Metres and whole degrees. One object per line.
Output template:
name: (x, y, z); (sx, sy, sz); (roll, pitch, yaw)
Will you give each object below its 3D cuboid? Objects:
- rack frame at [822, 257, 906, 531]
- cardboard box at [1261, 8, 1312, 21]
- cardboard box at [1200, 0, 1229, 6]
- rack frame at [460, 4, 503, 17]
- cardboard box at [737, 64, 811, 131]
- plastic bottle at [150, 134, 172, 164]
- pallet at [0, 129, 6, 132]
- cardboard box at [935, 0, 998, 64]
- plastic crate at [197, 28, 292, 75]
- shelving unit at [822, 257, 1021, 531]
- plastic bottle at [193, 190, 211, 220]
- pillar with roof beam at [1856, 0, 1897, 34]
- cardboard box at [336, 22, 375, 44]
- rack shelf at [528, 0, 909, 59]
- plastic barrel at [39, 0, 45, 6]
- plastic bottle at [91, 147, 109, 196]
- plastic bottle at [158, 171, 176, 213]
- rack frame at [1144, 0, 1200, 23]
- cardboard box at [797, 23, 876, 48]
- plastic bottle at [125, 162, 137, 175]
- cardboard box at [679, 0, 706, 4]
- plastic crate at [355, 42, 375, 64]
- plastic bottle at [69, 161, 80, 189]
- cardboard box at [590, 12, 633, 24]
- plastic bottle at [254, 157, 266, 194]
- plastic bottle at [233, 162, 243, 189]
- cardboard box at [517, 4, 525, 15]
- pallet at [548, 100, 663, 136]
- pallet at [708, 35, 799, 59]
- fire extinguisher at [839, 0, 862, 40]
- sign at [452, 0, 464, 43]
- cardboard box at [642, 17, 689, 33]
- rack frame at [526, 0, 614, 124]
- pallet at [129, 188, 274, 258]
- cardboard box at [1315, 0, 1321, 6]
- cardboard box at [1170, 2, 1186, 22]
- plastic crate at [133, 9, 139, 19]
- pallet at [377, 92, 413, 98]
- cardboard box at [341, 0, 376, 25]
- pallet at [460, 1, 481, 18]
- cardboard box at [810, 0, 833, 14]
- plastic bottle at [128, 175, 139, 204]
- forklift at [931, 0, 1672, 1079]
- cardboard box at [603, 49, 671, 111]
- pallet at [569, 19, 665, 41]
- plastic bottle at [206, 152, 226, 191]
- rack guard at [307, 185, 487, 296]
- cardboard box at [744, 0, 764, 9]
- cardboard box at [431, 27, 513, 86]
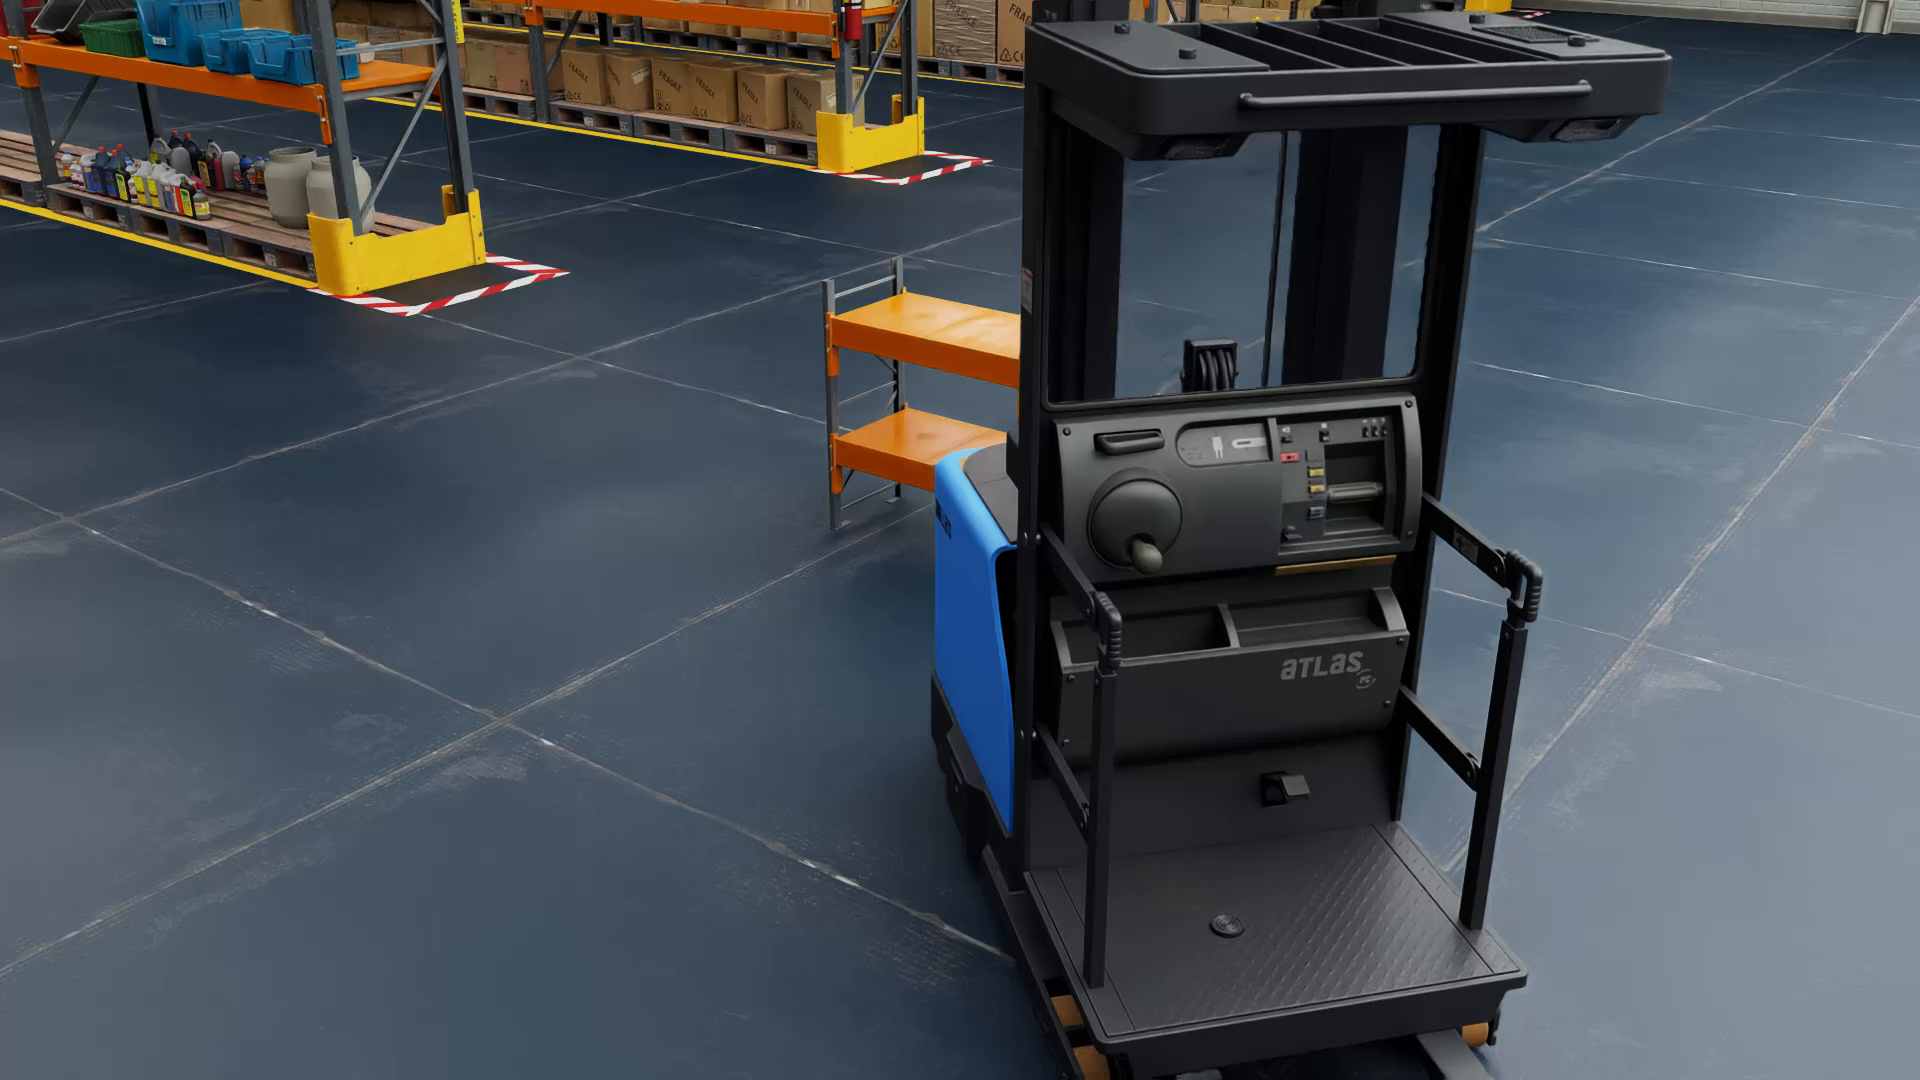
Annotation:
rack frame: (-0.412, -0.639, 7.306); (0.032, 1.125, 0.500); (17, 29, 33)
cardboard box: (4.385, -7.025, 22.363); (0.500, 0.250, 0.500); (17, 29, 33)
cardboard box: (3.596, -7.613, 22.767); (0.500, 0.500, 0.500); (16, 28, 32)
rack frame: (-7.278, -9.257, 24.539); (0.127, 3.000, 1.000); (17, 29, 33)
cardboard box: (-1.720, -4.117, 15.454); (0.500, 0.500, 0.500); (-17, 29, -34)
plastic bottle: (-6.301, -3.028, 13.142); (0.185, 0.351, 0.144); (17, 29, 33)
pallet: (-9.506, -3.640, 15.249); (1.213, 0.211, 1.003); (17, 29, 33)
cardboard box: (0.309, -6.151, 19.604); (0.875, 0.875, 0.875); (17, 29, 34)
plastic crate: (-4.798, -3.296, 11.196); (0.408, 0.251, 0.499); (17, 29, 33)
shelving unit: (-0.005, -0.516, 7.027); (1.048, 1.125, 0.538); (17, 29, 33)
plastic bottle: (-5.434, -2.405, 11.912); (0.097, 0.201, 0.097); (0, 24, 0)
pillar with roof beam: (10.389, -9.943, 18.657); (0.400, 9.000, 9.100); (17, 29, 33)
cardboard box: (-6.584, -5.616, 18.829); (0.500, 0.500, 0.700); (15, 28, 31)
rack shelf: (-2.331, -4.934, 15.619); (4.000, 0.370, 1.077); (17, 29, 33)
plastic barrel: (-7.536, -4.513, 13.603); (0.433, 0.535, 0.433); (0, 24, 0)
plastic bottle: (-6.505, -2.808, 12.643); (0.185, 0.351, 0.144); (18, 29, 35)
plastic bottle: (-5.730, -2.542, 12.132); (0.135, 0.276, 0.152); (16, 28, 32)
rack frame: (2.325, -6.355, 17.953); (0.127, 3.000, 1.000); (17, 29, 33)
cardboard box: (-1.427, -6.606, 20.792); (0.750, 0.750, 1.050); (17, 29, 33)
plastic bottle: (-6.214, -2.703, 12.503); (0.097, 0.271, 0.097); (0, 24, 0)
cardboard box: (-2.346, -4.995, 15.179); (0.250, 0.149, 0.380); (17, 29, 33)
plastic crate: (-4.225, -3.381, 11.530); (0.250, 0.136, 0.298); (17, 29, 33)
plastic bottle: (-6.829, -2.826, 12.869); (0.097, 0.201, 0.097); (0, 24, 0)
cardboard box: (-4.760, -7.413, 22.933); (0.500, 0.500, 0.500); (17, 29, 33)
plastic bottle: (-5.320, -2.780, 12.677); (0.097, 0.271, 0.097); (0, 24, 0)
plastic bottle: (-5.564, -2.822, 12.859); (0.097, 0.201, 0.097); (0, 24, 0)
cardboard box: (-5.994, -7.791, 23.792); (0.500, 0.500, 0.500); (17, 29, 34)
pallet: (-3.373, -4.319, 16.791); (1.213, 0.211, 1.003); (17, 29, 33)
pallet: (-2.519, -6.503, 21.748); (1.213, 0.211, 1.003); (17, 29, 33)
fire extinguisher: (-0.916, -4.567, 13.992); (0.183, 0.674, 0.296); (17, 29, 33)
sign: (-3.368, -3.484, 11.094); (0.005, 0.325, 0.100); (17, 29, 33)
cardboard box: (-3.644, -7.276, 22.313); (0.750, 0.750, 1.050); (16, 29, 33)
rack frame: (-3.932, -5.746, 16.572); (0.127, 3.000, 1.000); (17, 29, 33)
pallet: (-5.409, -2.402, 12.439); (1.213, 0.211, 1.003); (17, 29, 33)
cardboard box: (4.713, -7.543, 22.610); (0.500, 0.500, 0.500); (16, 28, 32)
cardboard box: (3.182, -7.395, 23.203); (0.500, 0.250, 0.500); (16, 29, 33)
plastic crate: (-5.854, -3.900, 12.566); (0.616, 0.251, 0.499); (17, 29, 33)
pallet: (-6.508, -5.248, 18.899); (1.213, 0.211, 1.003); (17, 29, 33)
cardboard box: (-6.578, -5.962, 18.686); (0.500, 0.250, 0.500); (18, 30, 35)
pallet: (-7.836, -8.132, 25.444); (1.213, 0.211, 1.003); (17, 29, 33)
cardboard box: (-1.083, -4.666, 14.432); (0.250, 0.149, 0.380); (17, 29, 33)
plastic bottle: (-6.142, -2.618, 12.398); (0.097, 0.201, 0.097); (0, 24, 0)
forklift: (0.738, -0.108, 3.859); (1.130, 2.935, 3.031); (-5, 24, -12)
cardboard box: (-3.173, -4.549, 16.434); (0.500, 0.500, 0.500); (-16, 28, -31)
pallet: (-4.701, -7.203, 23.336); (1.213, 0.211, 1.003); (17, 29, 33)
plastic bottle: (-5.738, -2.844, 12.809); (0.133, 0.283, 0.061); (17, 29, 33)
rack guard: (-3.791, -2.040, 11.261); (0.348, 0.500, 1.175); (17, 29, 33)
cardboard box: (-1.704, -4.836, 14.818); (0.250, 0.149, 0.380); (17, 29, 33)
cardboard box: (-5.228, -5.216, 17.922); (0.500, 0.500, 0.700); (14, 27, 29)
